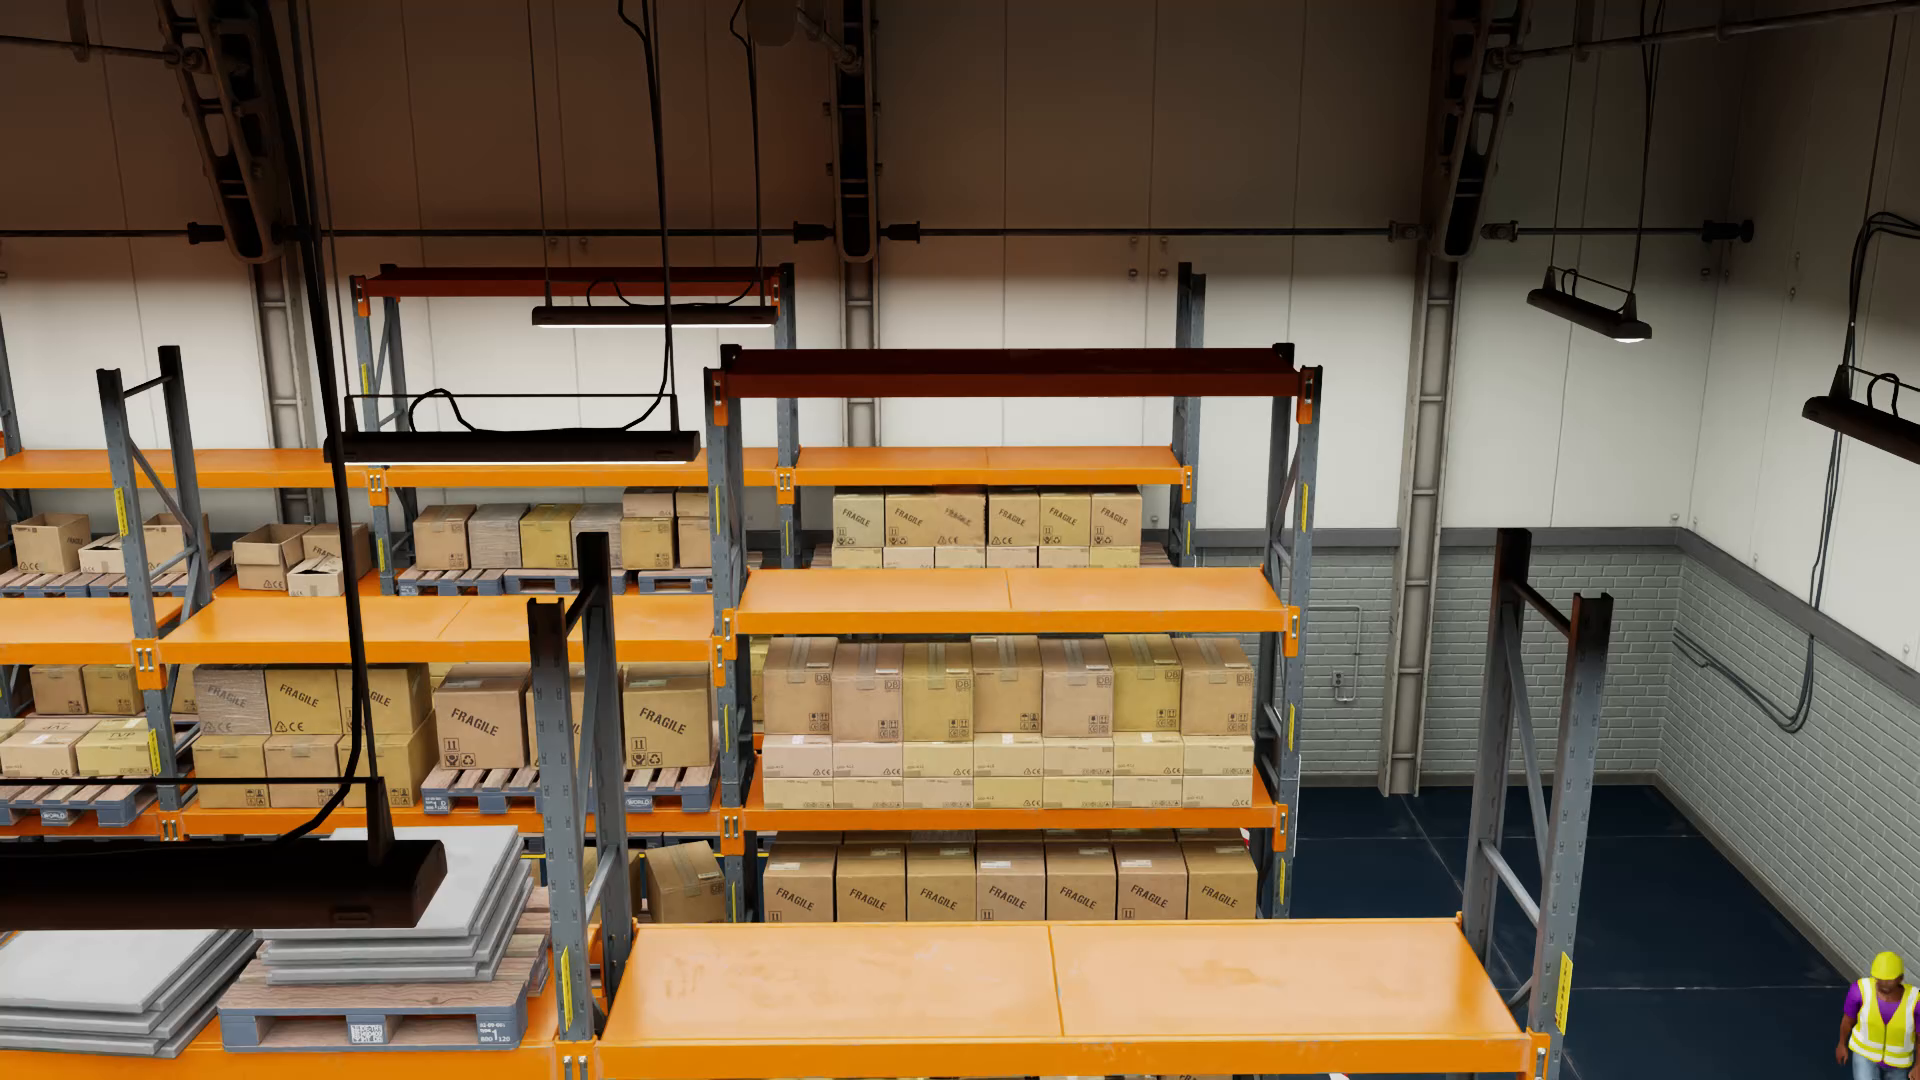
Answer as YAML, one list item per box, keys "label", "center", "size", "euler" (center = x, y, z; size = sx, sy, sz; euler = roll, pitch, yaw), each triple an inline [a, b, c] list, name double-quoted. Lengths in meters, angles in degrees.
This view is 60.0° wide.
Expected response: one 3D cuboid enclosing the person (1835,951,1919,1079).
- label: "person"
  center: [6.886, 3.833, 12.425]
  size: [0.564, 1.655, 1.007]
  euler: [7, 18, 23]
